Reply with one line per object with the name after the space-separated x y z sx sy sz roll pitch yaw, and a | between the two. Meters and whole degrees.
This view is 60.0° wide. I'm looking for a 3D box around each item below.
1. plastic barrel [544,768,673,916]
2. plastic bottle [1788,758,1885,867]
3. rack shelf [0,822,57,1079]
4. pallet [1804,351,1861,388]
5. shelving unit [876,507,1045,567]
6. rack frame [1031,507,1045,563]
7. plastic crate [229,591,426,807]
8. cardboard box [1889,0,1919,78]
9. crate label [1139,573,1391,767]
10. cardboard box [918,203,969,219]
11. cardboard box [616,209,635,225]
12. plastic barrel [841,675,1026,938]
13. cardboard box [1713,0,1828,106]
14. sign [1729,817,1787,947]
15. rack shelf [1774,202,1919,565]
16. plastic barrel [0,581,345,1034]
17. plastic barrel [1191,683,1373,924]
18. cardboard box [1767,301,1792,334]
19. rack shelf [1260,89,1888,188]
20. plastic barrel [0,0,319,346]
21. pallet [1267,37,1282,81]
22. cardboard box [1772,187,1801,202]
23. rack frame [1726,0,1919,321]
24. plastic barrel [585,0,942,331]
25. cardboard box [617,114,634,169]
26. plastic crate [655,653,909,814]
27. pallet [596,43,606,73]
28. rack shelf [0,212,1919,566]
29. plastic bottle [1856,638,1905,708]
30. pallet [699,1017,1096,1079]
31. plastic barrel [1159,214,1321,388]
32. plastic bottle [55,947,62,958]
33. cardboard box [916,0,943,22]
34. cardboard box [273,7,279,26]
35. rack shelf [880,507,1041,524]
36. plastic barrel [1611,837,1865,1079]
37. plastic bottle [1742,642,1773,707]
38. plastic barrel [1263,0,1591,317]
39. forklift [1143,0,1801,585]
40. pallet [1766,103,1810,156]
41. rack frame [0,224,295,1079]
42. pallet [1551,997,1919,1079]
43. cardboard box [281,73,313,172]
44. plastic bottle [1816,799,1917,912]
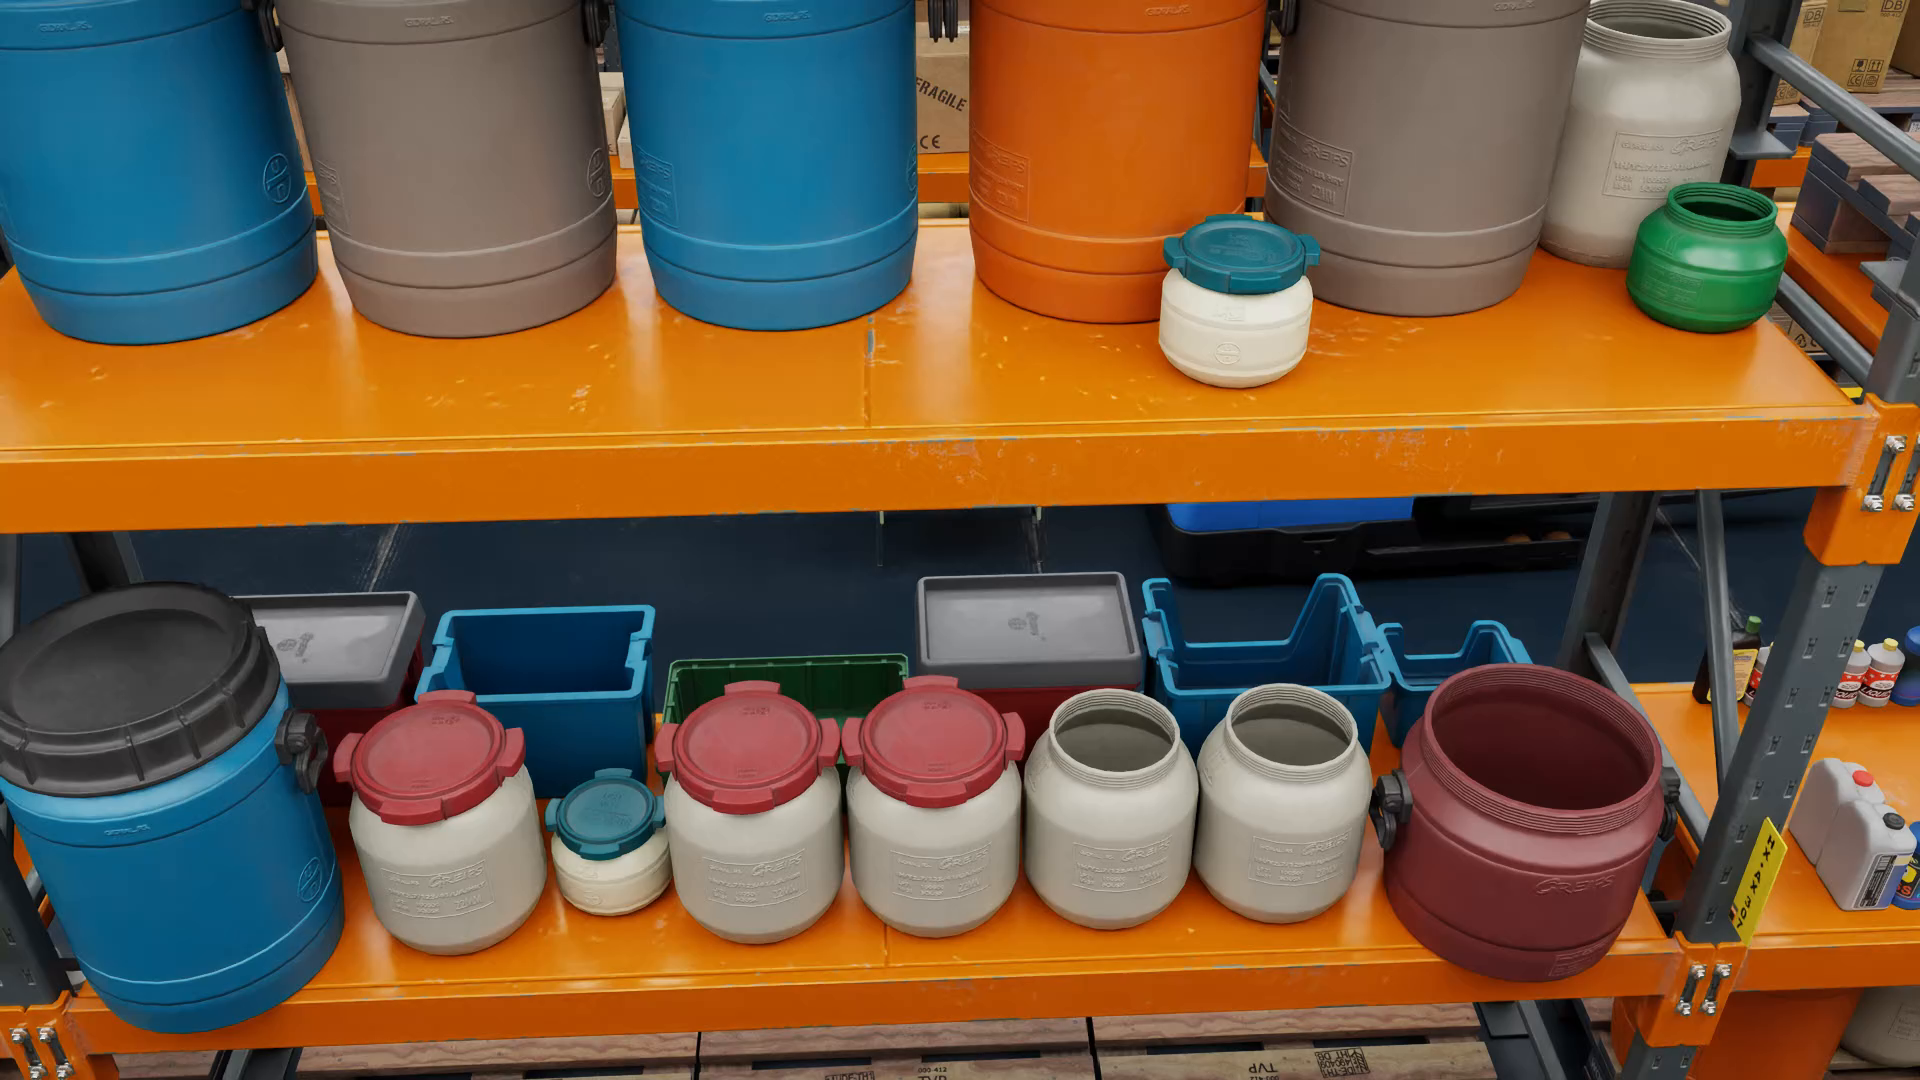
-0.864 0.761 4.136 0.301 0.262 0.301 0 35 0 | plastic barrel
2.242 0.681 4.239 0.135 0.276 0.152 -2 35 -2 | plastic bottle
-4.191 1.002 4.298 4.000 0.370 1.077 -2 35 -2 | rack shelf
4.756 -1.189 9.282 1.213 0.211 1.003 -2 35 -2 | pallet
-0.007 -0.617 7.323 0.755 1.500 0.431 -2 35 -2 | shelving unit
0.359 -0.626 7.337 0.023 1.500 0.400 -2 35 -2 | rack frame
-1.724 0.439 4.423 0.583 0.464 0.402 -2 35 -2 | plastic crate
5.083 -2.707 8.569 0.500 0.500 0.700 -13 37 -18 | cardboard box
0.797 0.403 4.501 0.616 0.435 0.502 -2 35 -2 | crate label
0.000 -1.665 9.075 0.500 0.311 0.500 -2 35 -4 | cardboard box
-2.033 -1.610 8.995 0.500 0.311 0.500 -2 35 -2 | cardboard box
-0.062 0.664 4.035 0.433 0.535 0.433 0 35 0 | plastic barrel
3.805 -2.510 8.284 0.500 0.500 0.700 -10 36 -14 | cardboard box
1.835 0.790 3.829 0.005 0.325 0.100 -2 35 -2 | sign
3.800 -0.447 3.756 4.000 0.370 1.077 -2 35 -2 | rack shelf
-1.793 0.608 3.795 0.708 0.901 0.600 -2 35 -2 | plastic barrel
0.785 0.648 4.080 0.421 0.512 0.421 0 35 0 | plastic barrel
4.092 -1.334 8.852 0.500 0.500 0.500 -1 35 -2 | cardboard box
3.569 -2.029 8.678 4.000 0.370 1.077 -2 35 -2 | rack shelf
-1.696 -0.924 3.373 0.708 0.901 0.600 -2 35 -2 | plastic barrel
2.124 -3.919 13.227 1.213 0.211 1.003 -2 35 -2 | pallet
4.540 -1.637 9.289 0.500 0.500 0.500 -1 35 -2 | cardboard box
1.802 -1.922 2.620 0.127 3.000 1.000 -2 35 -2 | rack frame
-0.389 -0.959 3.424 0.708 0.901 0.600 -2 35 -2 | plastic barrel
-1.529 -1.968 8.178 0.250 0.149 0.380 -2 35 -2 | cardboard box
-0.467 0.532 4.531 0.662 0.188 0.450 -2 35 -2 | plastic crate
-3.332 -3.794 13.047 1.213 0.211 1.003 -2 35 -2 | pallet
-0.196 -0.339 3.600 4.000 0.370 1.077 -2 35 -2 | rack shelf
2.630 0.371 4.752 0.097 0.201 0.097 0 35 0 | plastic bottle
-0.189 1.721 5.077 1.213 0.211 1.003 -2 35 -2 | pallet
0.543 -0.465 3.272 0.301 0.262 0.301 0 35 0 | plastic barrel
-2.854 1.375 5.134 0.135 0.276 0.152 0 35 0 | plastic bottle
-0.399 -4.214 13.013 0.500 0.500 0.700 -2 35 -2 | cardboard box
-3.372 -2.708 7.799 0.500 0.500 0.700 -2 35 -2 | cardboard box
-0.007 -0.348 7.508 0.720 0.370 0.431 -2 35 -2 | rack shelf
2.290 1.241 4.858 0.708 0.830 0.600 -2 35 -2 | plastic barrel
2.302 0.380 4.739 0.097 0.201 0.097 0 35 0 | plastic bottle
0.971 -0.996 3.477 0.600 0.901 0.600 0 35 0 | plastic barrel
2.381 -1.364 7.145 3.031 2.935 1.130 -4 35 -5 | forklift
3.514 -2.247 8.530 1.213 0.211 1.003 -2 35 -2 | pallet
-2.193 0.652 4.171 0.127 3.000 1.000 -2 35 -2 | rack frame
2.588 1.646 5.186 1.213 0.211 1.003 -2 35 -2 | pallet
-3.394 -2.171 8.163 0.500 0.500 0.700 -2 35 -3 | cardboard box
2.250 0.768 4.114 0.135 0.276 0.152 -2 35 -2 | plastic bottle
